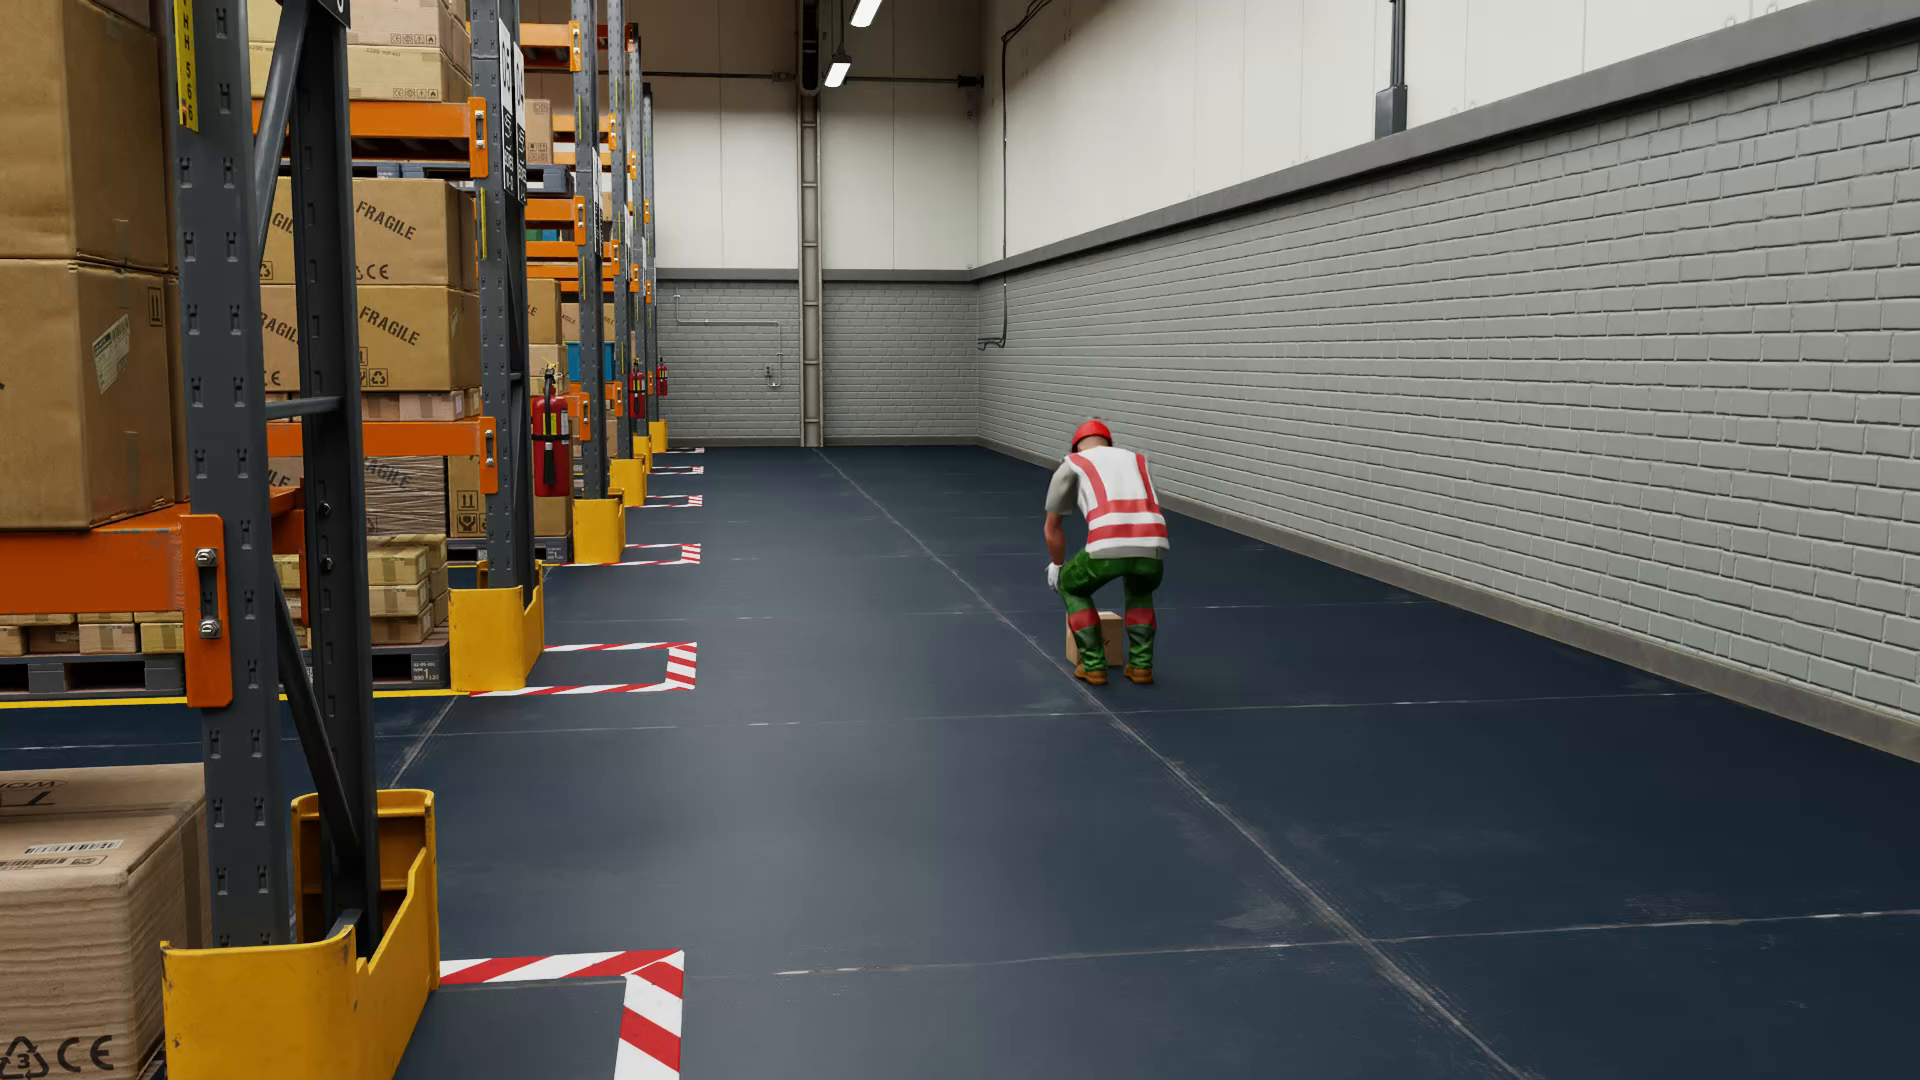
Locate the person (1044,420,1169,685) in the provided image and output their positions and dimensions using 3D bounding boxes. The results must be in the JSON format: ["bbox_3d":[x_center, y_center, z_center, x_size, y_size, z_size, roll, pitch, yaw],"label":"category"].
[{"bbox_3d":[0.729,0.058,8.332,0.583,1.290,0.819,-1,6,-9],"label":"person"}]
